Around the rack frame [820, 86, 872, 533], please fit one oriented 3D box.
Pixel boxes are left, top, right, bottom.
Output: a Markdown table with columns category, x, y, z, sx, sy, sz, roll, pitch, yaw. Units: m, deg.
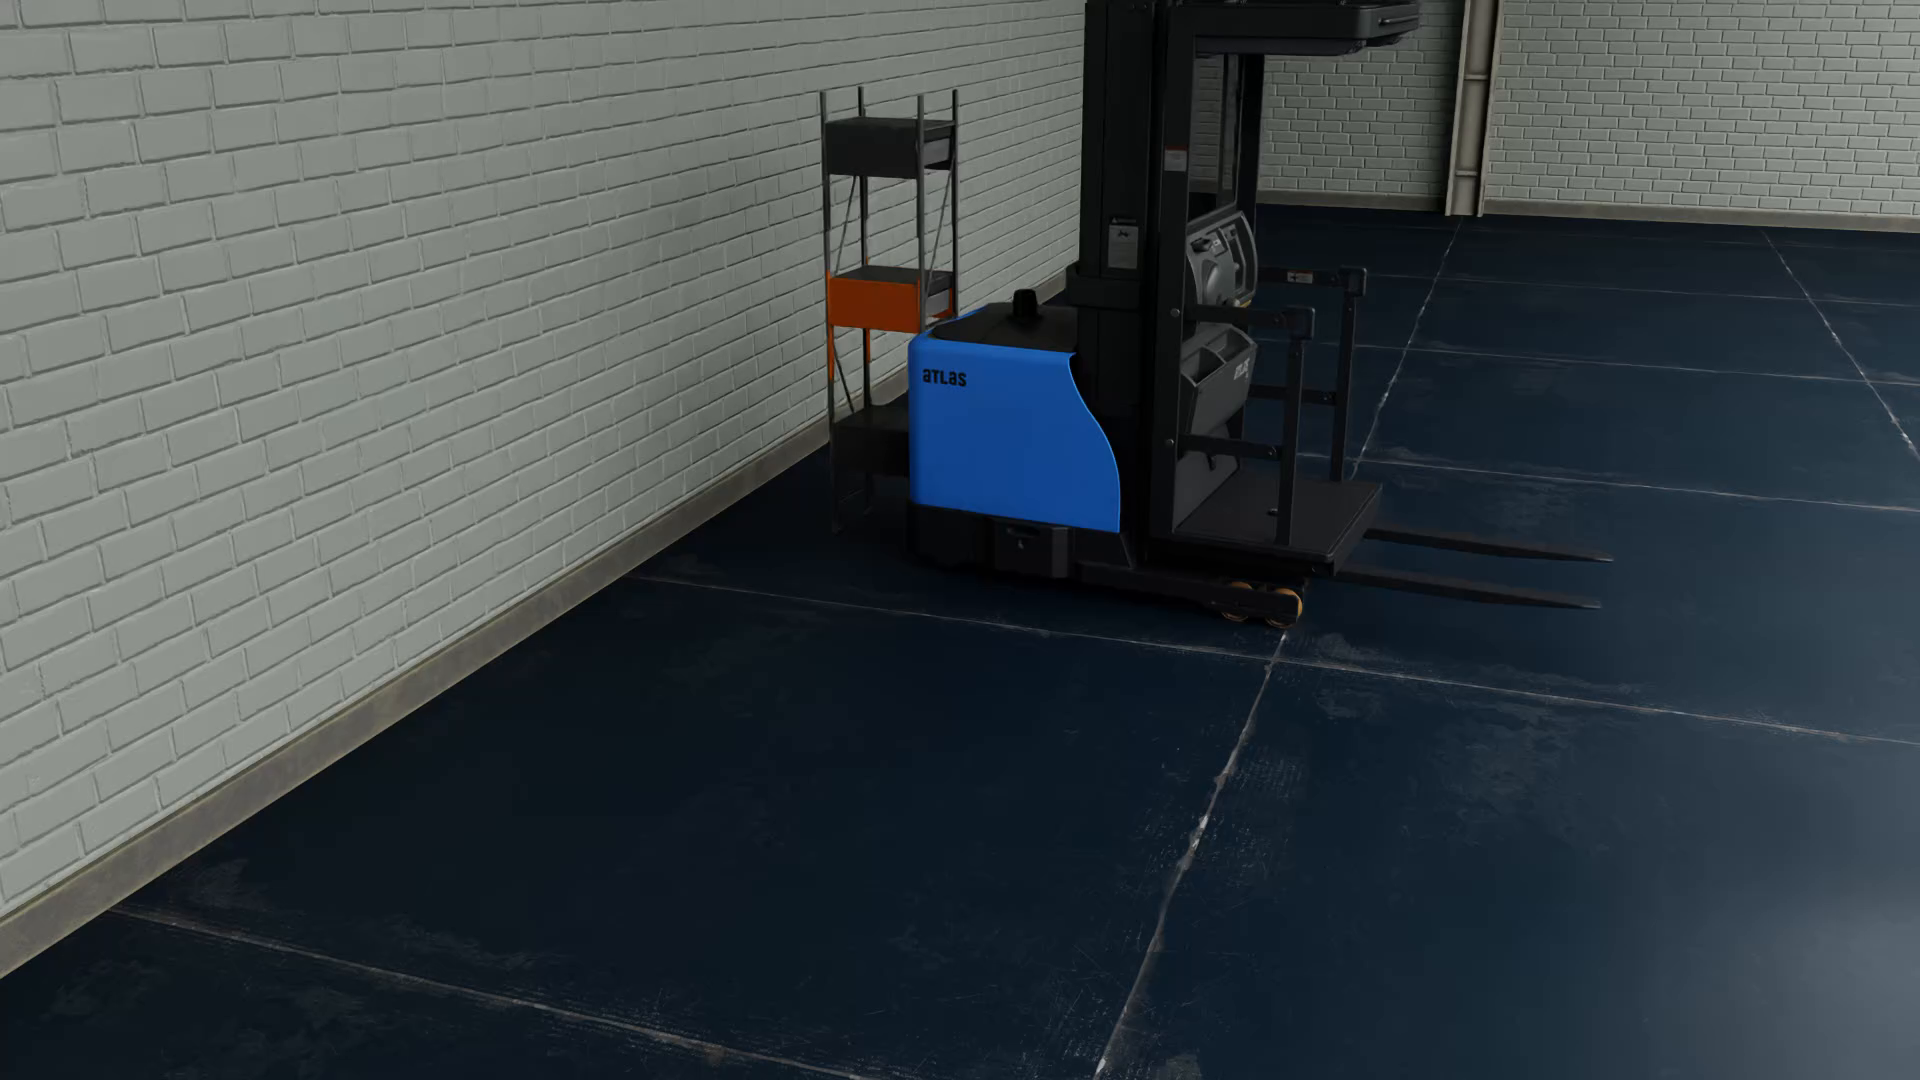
| category | x | y | z | sx | sy | sz | roll | pitch | yaw |
| --- | --- | --- | --- | --- | --- | --- | --- | --- | --- |
| rack frame | -0.541 | -1.086 | 8.001 | 0.015 | 2.100 | 0.400 | 9 | 21 | 23 |

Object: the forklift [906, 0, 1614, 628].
| category | x | y | z | sx | sy | sz | roll | pitch | yaw |
| --- | --- | --- | --- | --- | --- | --- | --- | --- | --- |
| forklift | 1.313 | -1.210 | 7.096 | 3.031 | 2.935 | 1.130 | 9 | 21 | 23 |

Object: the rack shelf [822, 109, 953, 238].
| category | x | y | z | sx | sy | sz | roll | pitch | yaw |
| --- | --- | --- | --- | --- | --- | --- | --- | --- | --- |
| rack shelf | -0.319 | -1.700 | 7.679 | 0.480 | 0.518 | 0.431 | 9 | 21 | 23 |

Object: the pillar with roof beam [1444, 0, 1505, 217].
| category | x | y | z | sx | sy | sz | roll | pitch | yaw |
| --- | --- | --- | --- | --- | --- | --- | --- | --- | --- |
| pillar with roof beam | 4.177 | -6.526 | 13.128 | 0.400 | 9.000 | 9.100 | 7 | 20 | 18 |

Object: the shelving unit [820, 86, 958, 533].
| category | x | y | z | sx | sy | sz | roll | pitch | yaw |
| --- | --- | --- | --- | --- | --- | --- | --- | --- | --- |
| shelving unit | -0.319 | -1.052 | 7.905 | 0.503 | 2.100 | 0.431 | 9 | 21 | 23 |

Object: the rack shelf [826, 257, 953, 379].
| category | x | y | z | sx | sy | sz | roll | pitch | yaw |
| --- | --- | --- | --- | --- | --- | --- | --- | --- | --- |
| rack shelf | -0.319 | -1.039 | 7.909 | 0.480 | 0.518 | 0.431 | 9 | 21 | 23 |

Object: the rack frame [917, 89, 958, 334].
| category | x | y | z | sx | sy | sz | roll | pitch | yaw |
| --- | --- | --- | --- | --- | --- | --- | --- | --- | --- |
| rack frame | -0.097 | -1.019 | 7.809 | 0.015 | 2.100 | 0.400 | 9 | 21 | 23 |

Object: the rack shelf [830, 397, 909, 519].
| category | x | y | z | sx | sy | sz | roll | pitch | yaw |
| --- | --- | --- | --- | --- | --- | --- | --- | --- | --- |
| rack shelf | -0.319 | -0.378 | 8.140 | 0.480 | 0.518 | 0.431 | 9 | 21 | 23 |
